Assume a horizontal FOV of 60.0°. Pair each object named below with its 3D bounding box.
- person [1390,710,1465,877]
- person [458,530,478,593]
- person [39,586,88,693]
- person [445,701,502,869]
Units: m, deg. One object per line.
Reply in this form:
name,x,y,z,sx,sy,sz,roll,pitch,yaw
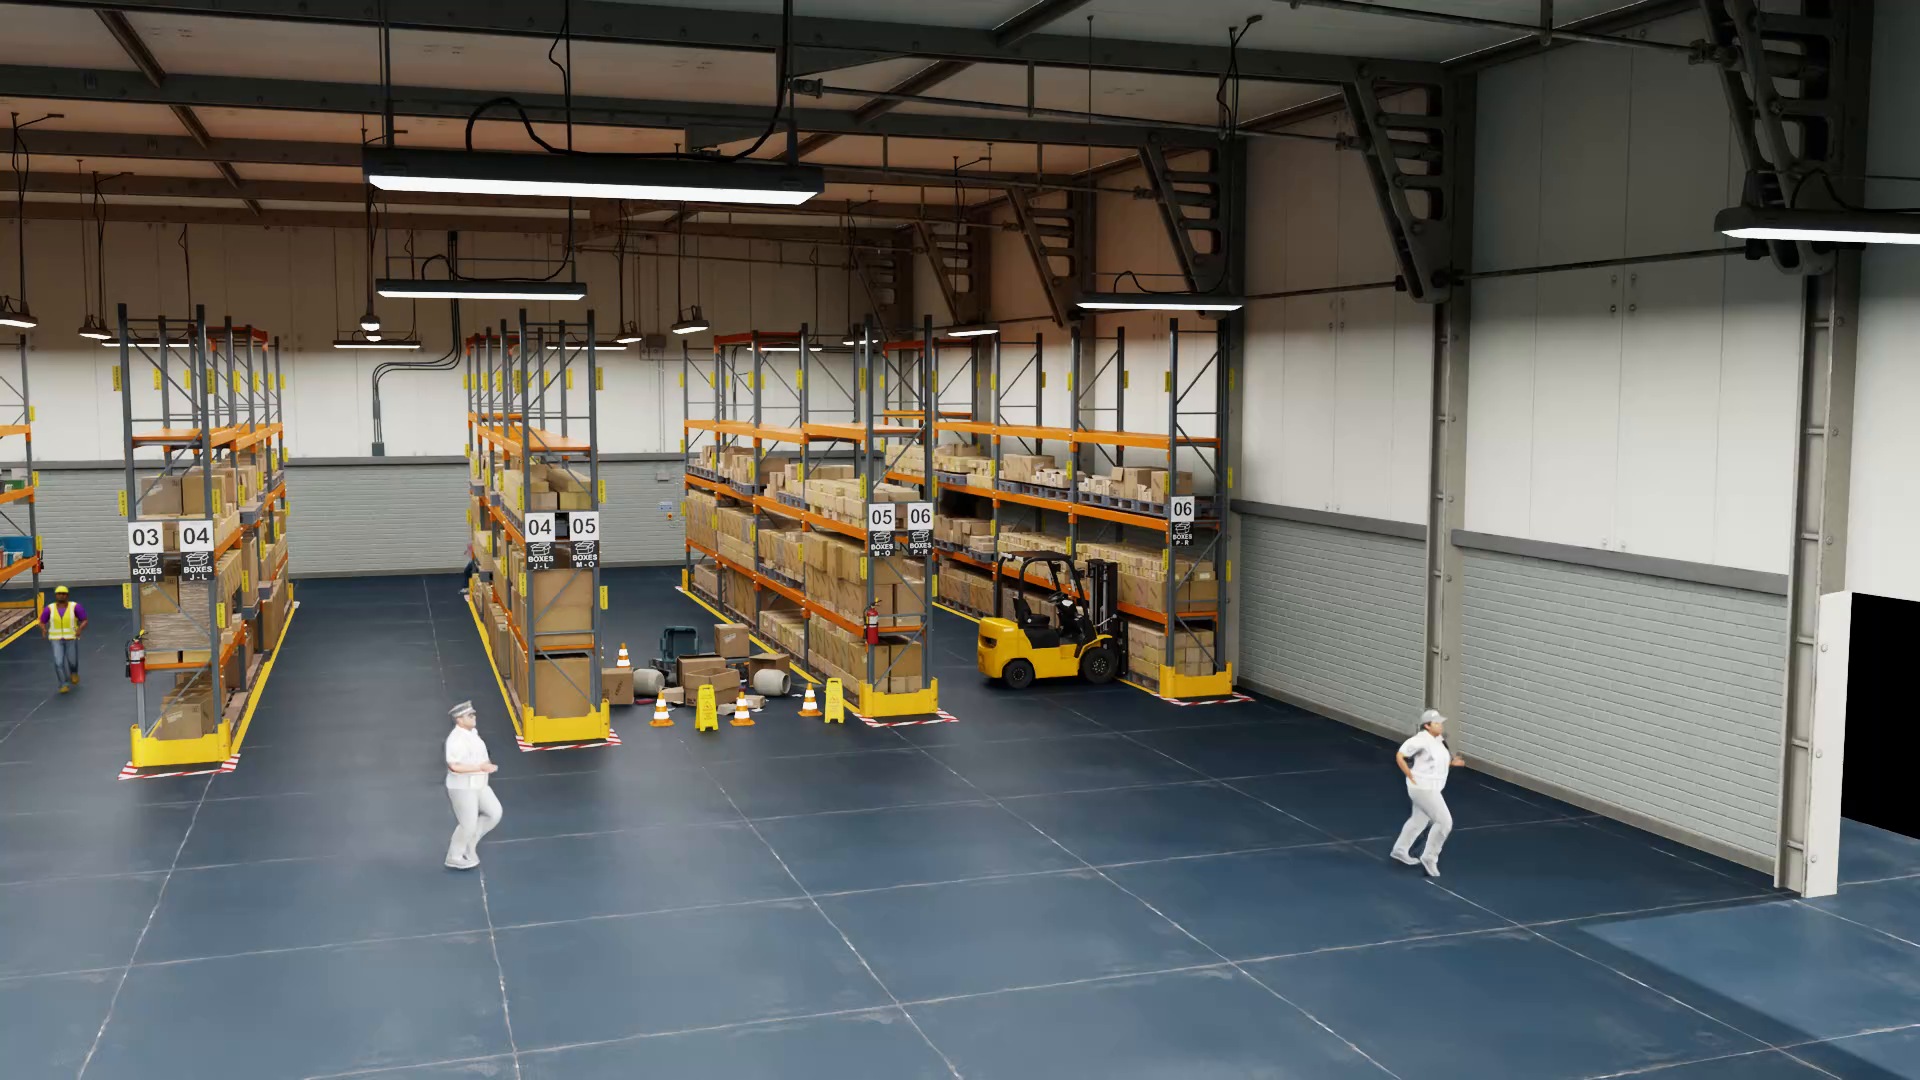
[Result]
person,4.787,2.591,17.040,0.726,1.716,0.572,3,6,31
person,-11.532,0.482,39.501,0.708,1.581,0.678,-4,6,-33
person,-14.510,1.595,26.919,0.700,1.719,0.625,-2,6,-23
person,-4.982,2.514,17.075,0.645,1.760,0.640,1,6,10
